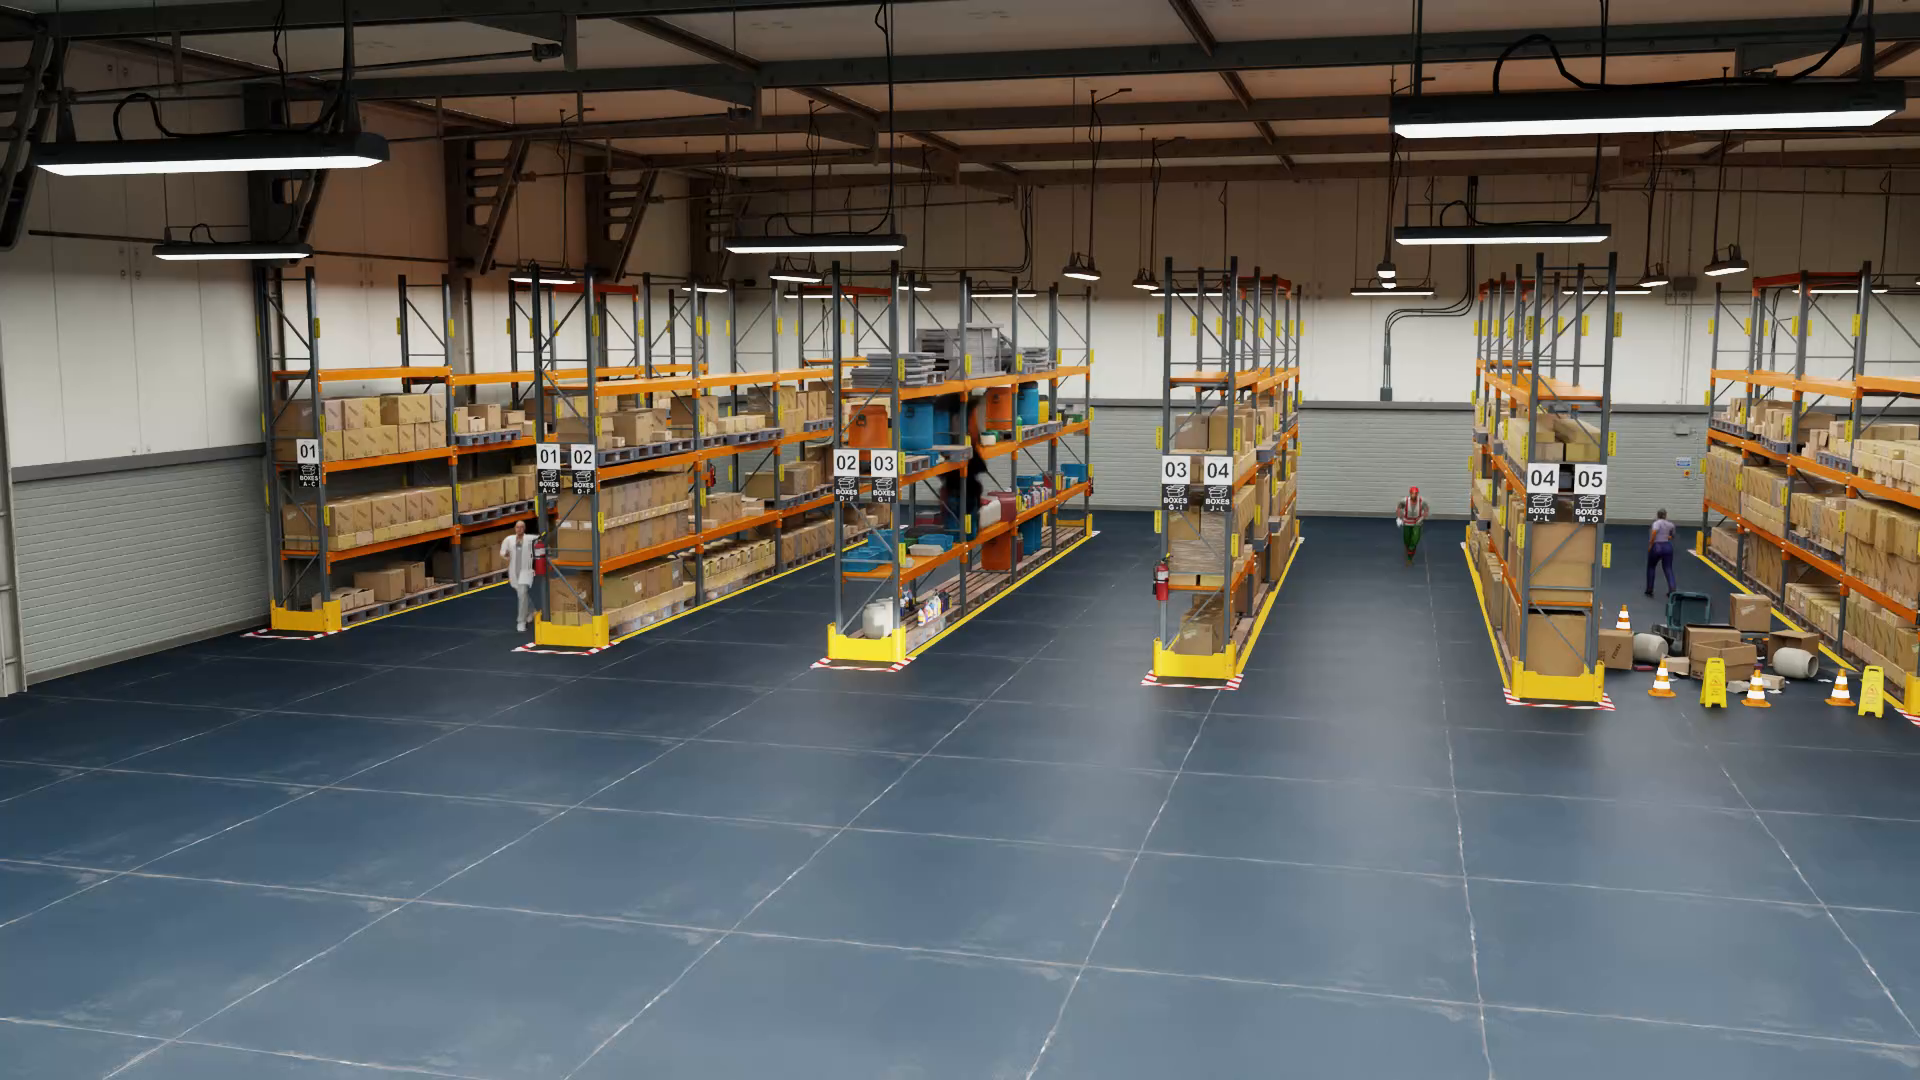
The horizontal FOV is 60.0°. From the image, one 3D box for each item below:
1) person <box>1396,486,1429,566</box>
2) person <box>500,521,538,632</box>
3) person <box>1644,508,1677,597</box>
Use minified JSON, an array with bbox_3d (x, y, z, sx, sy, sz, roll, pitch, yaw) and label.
[{"bbox_3d":[9.614,-0.307,35.360,0.653,1.719,0.792,1,7,9],"label":"person"},{"bbox_3d":[-7.386,0.583,27.984,0.672,1.842,0.902,1,7,7],"label":"person"},{"bbox_3d":[13.065,0.245,30.969,0.590,1.670,0.909,0,7,-3],"label":"person"}]
